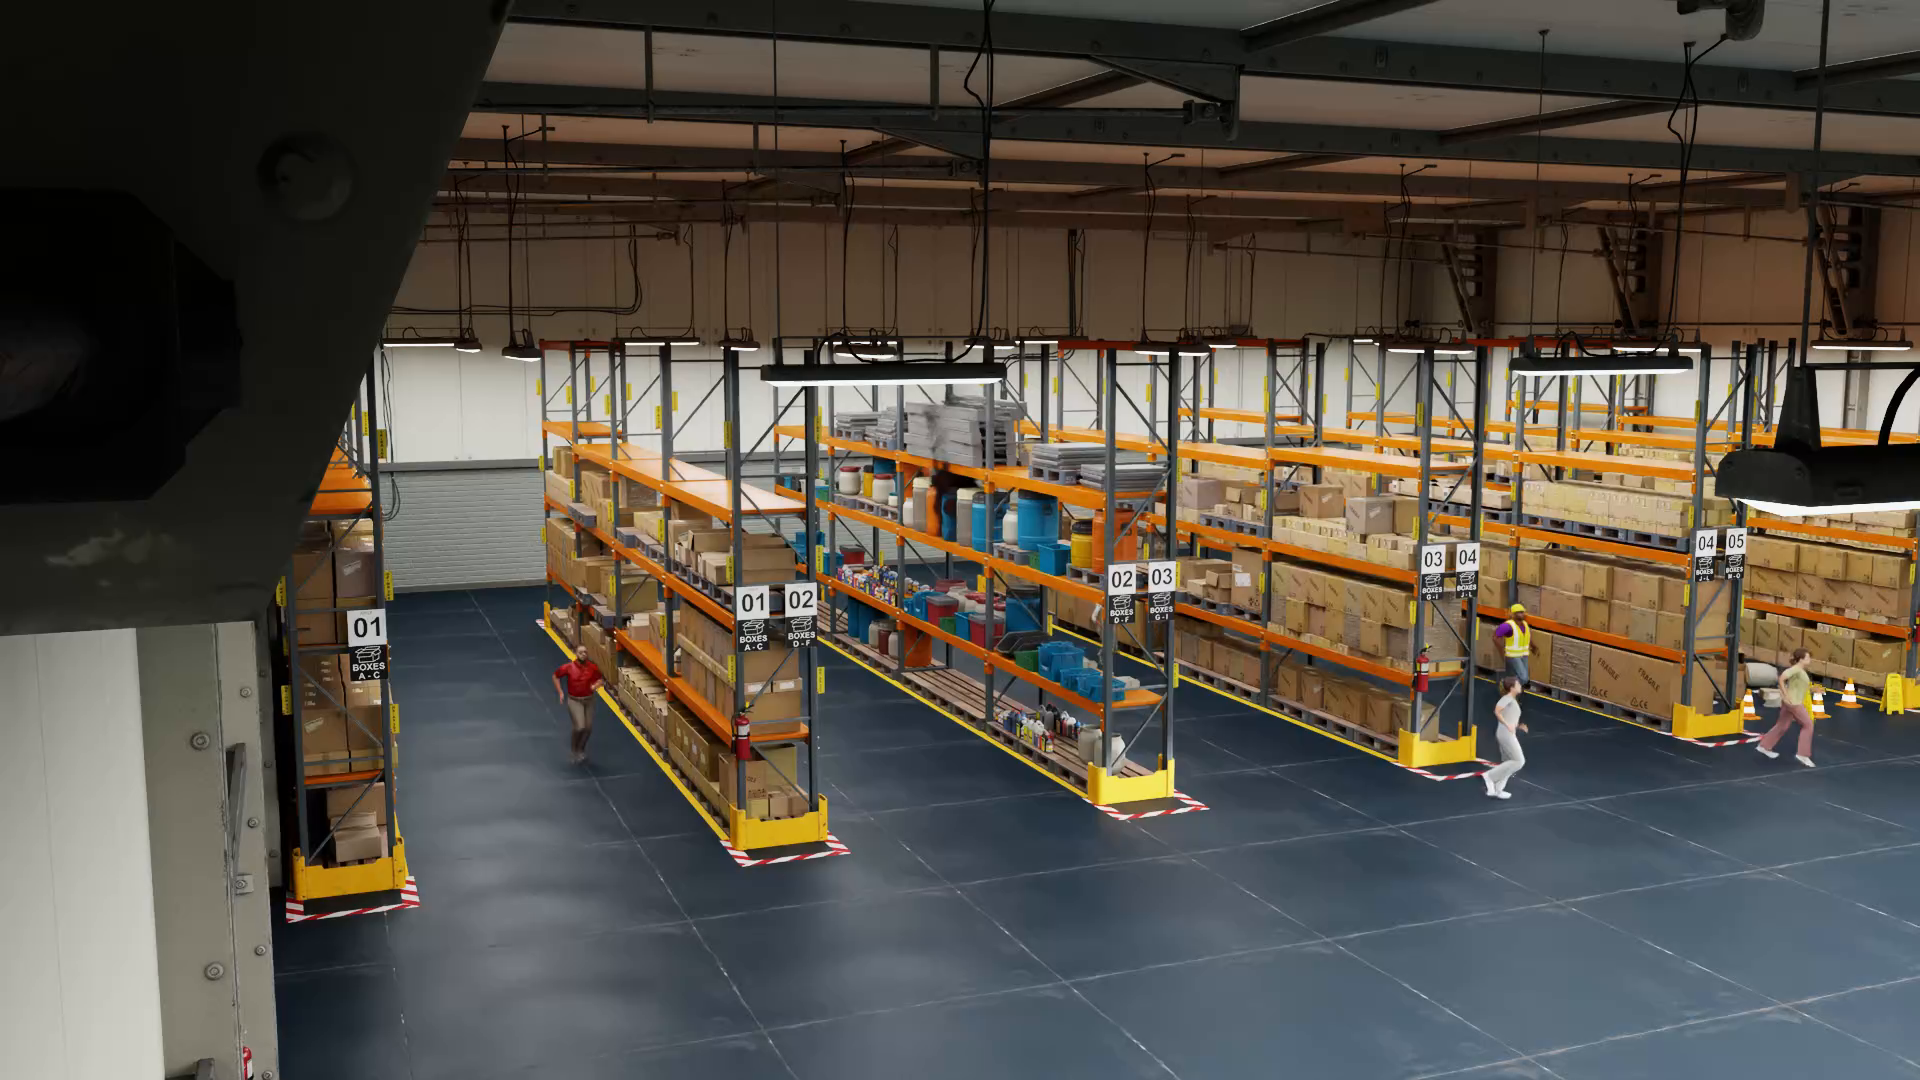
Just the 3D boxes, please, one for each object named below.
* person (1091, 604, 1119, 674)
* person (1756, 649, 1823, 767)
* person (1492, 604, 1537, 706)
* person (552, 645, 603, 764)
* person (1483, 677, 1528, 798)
[{"bbox_3d":[2.626,1.648,30.150,0.536,1.548,0.560,-4,8,-28],"label":"person"},{"bbox_3d":[12.003,2.399,24.032,0.826,1.707,0.515,3,8,23],"label":"person"},{"bbox_3d":[9.208,1.916,27.406,0.691,1.721,0.586,-4,9,-29],"label":"person"},{"bbox_3d":[-5.449,2.373,23.985,0.652,1.718,0.653,-5,9,-36],"label":"person"},{"bbox_3d":[7.353,2.635,22.391,0.551,1.583,0.634,3,8,19],"label":"person"}]
